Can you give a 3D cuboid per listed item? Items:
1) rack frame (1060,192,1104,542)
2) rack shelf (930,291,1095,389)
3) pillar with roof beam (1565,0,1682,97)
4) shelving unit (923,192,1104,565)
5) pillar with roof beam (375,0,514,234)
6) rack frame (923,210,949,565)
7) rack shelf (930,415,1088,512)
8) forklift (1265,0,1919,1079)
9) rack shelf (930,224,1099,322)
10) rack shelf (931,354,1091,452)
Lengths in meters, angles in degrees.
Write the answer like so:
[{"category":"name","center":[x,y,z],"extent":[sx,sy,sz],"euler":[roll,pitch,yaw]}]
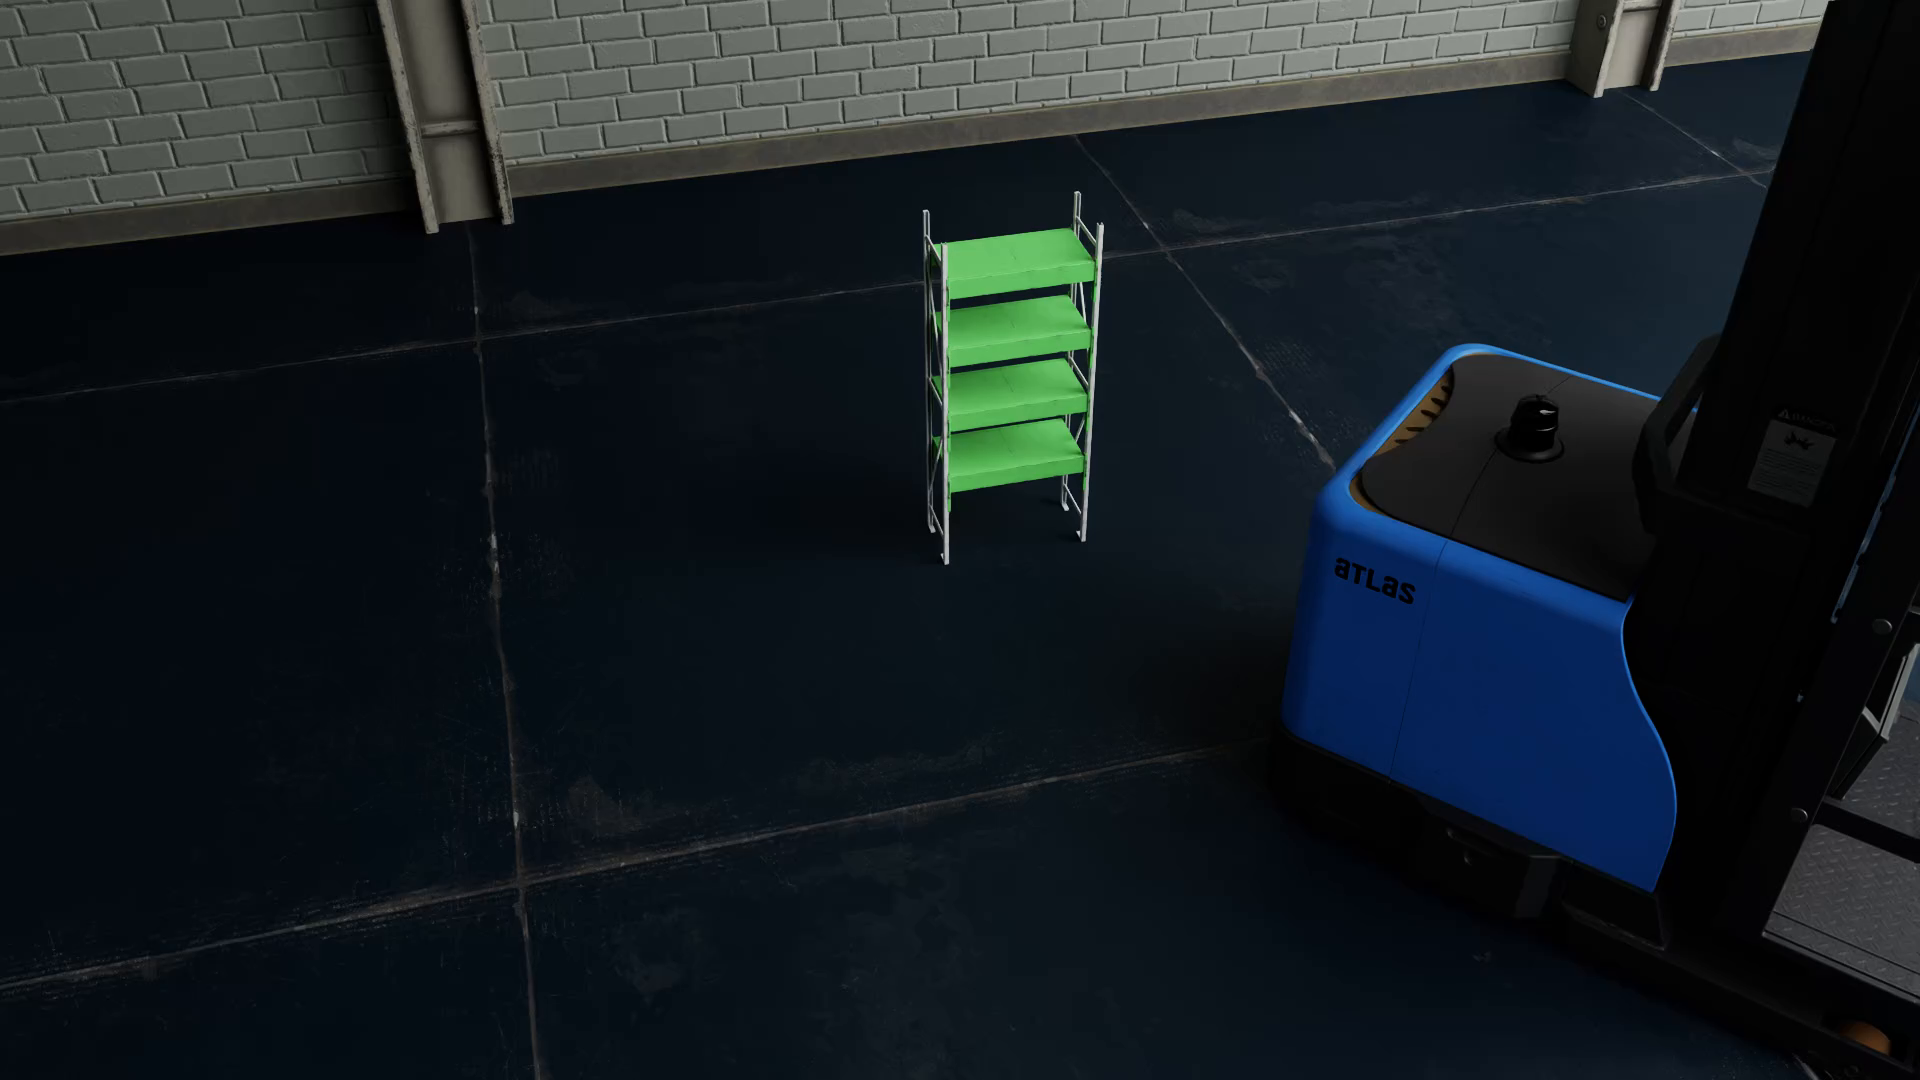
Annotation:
[{"category":"rack frame","center":[0.395,-0.541,5.470],"extent":[0.015,1.200,0.240],"euler":[-9,38,-12]},{"category":"rack shelf","center":[0.160,-0.643,5.313],"extent":[0.480,0.148,0.258],"euler":[-9,38,-12]},{"category":"pillar with roof beam","center":[4.631,-3.517,2.941],"extent":[0.400,9.000,9.100],"euler":[-9,38,-12]},{"category":"shelving unit","center":[0.160,-0.503,5.420],"extent":[0.503,1.200,0.258],"euler":[-9,38,-12]},{"category":"pillar with roof beam","center":[-1.161,-2.566,1.698],"extent":[0.400,9.000,9.100],"euler":[-9,38,-12]},{"category":"rack frame","center":[-0.076,-0.464,5.369],"extent":[0.015,1.200,0.240],"euler":[-9,38,-12]},{"category":"rack shelf","center":[0.160,-0.261,5.604],"extent":[0.480,0.148,0.258],"euler":[-9,38,-12]},{"category":"forklift","center":[2.370,-0.143,3.525],"extent":[3.031,2.935,1.130],"euler":[23,43,27]},{"category":"rack shelf","center":[0.160,-0.833,5.167],"extent":[0.480,0.148,0.258],"euler":[-9,38,-12]},{"category":"rack shelf","center":[0.160,-0.452,5.459],"extent":[0.480,0.148,0.258],"euler":[-9,38,-12]}]
